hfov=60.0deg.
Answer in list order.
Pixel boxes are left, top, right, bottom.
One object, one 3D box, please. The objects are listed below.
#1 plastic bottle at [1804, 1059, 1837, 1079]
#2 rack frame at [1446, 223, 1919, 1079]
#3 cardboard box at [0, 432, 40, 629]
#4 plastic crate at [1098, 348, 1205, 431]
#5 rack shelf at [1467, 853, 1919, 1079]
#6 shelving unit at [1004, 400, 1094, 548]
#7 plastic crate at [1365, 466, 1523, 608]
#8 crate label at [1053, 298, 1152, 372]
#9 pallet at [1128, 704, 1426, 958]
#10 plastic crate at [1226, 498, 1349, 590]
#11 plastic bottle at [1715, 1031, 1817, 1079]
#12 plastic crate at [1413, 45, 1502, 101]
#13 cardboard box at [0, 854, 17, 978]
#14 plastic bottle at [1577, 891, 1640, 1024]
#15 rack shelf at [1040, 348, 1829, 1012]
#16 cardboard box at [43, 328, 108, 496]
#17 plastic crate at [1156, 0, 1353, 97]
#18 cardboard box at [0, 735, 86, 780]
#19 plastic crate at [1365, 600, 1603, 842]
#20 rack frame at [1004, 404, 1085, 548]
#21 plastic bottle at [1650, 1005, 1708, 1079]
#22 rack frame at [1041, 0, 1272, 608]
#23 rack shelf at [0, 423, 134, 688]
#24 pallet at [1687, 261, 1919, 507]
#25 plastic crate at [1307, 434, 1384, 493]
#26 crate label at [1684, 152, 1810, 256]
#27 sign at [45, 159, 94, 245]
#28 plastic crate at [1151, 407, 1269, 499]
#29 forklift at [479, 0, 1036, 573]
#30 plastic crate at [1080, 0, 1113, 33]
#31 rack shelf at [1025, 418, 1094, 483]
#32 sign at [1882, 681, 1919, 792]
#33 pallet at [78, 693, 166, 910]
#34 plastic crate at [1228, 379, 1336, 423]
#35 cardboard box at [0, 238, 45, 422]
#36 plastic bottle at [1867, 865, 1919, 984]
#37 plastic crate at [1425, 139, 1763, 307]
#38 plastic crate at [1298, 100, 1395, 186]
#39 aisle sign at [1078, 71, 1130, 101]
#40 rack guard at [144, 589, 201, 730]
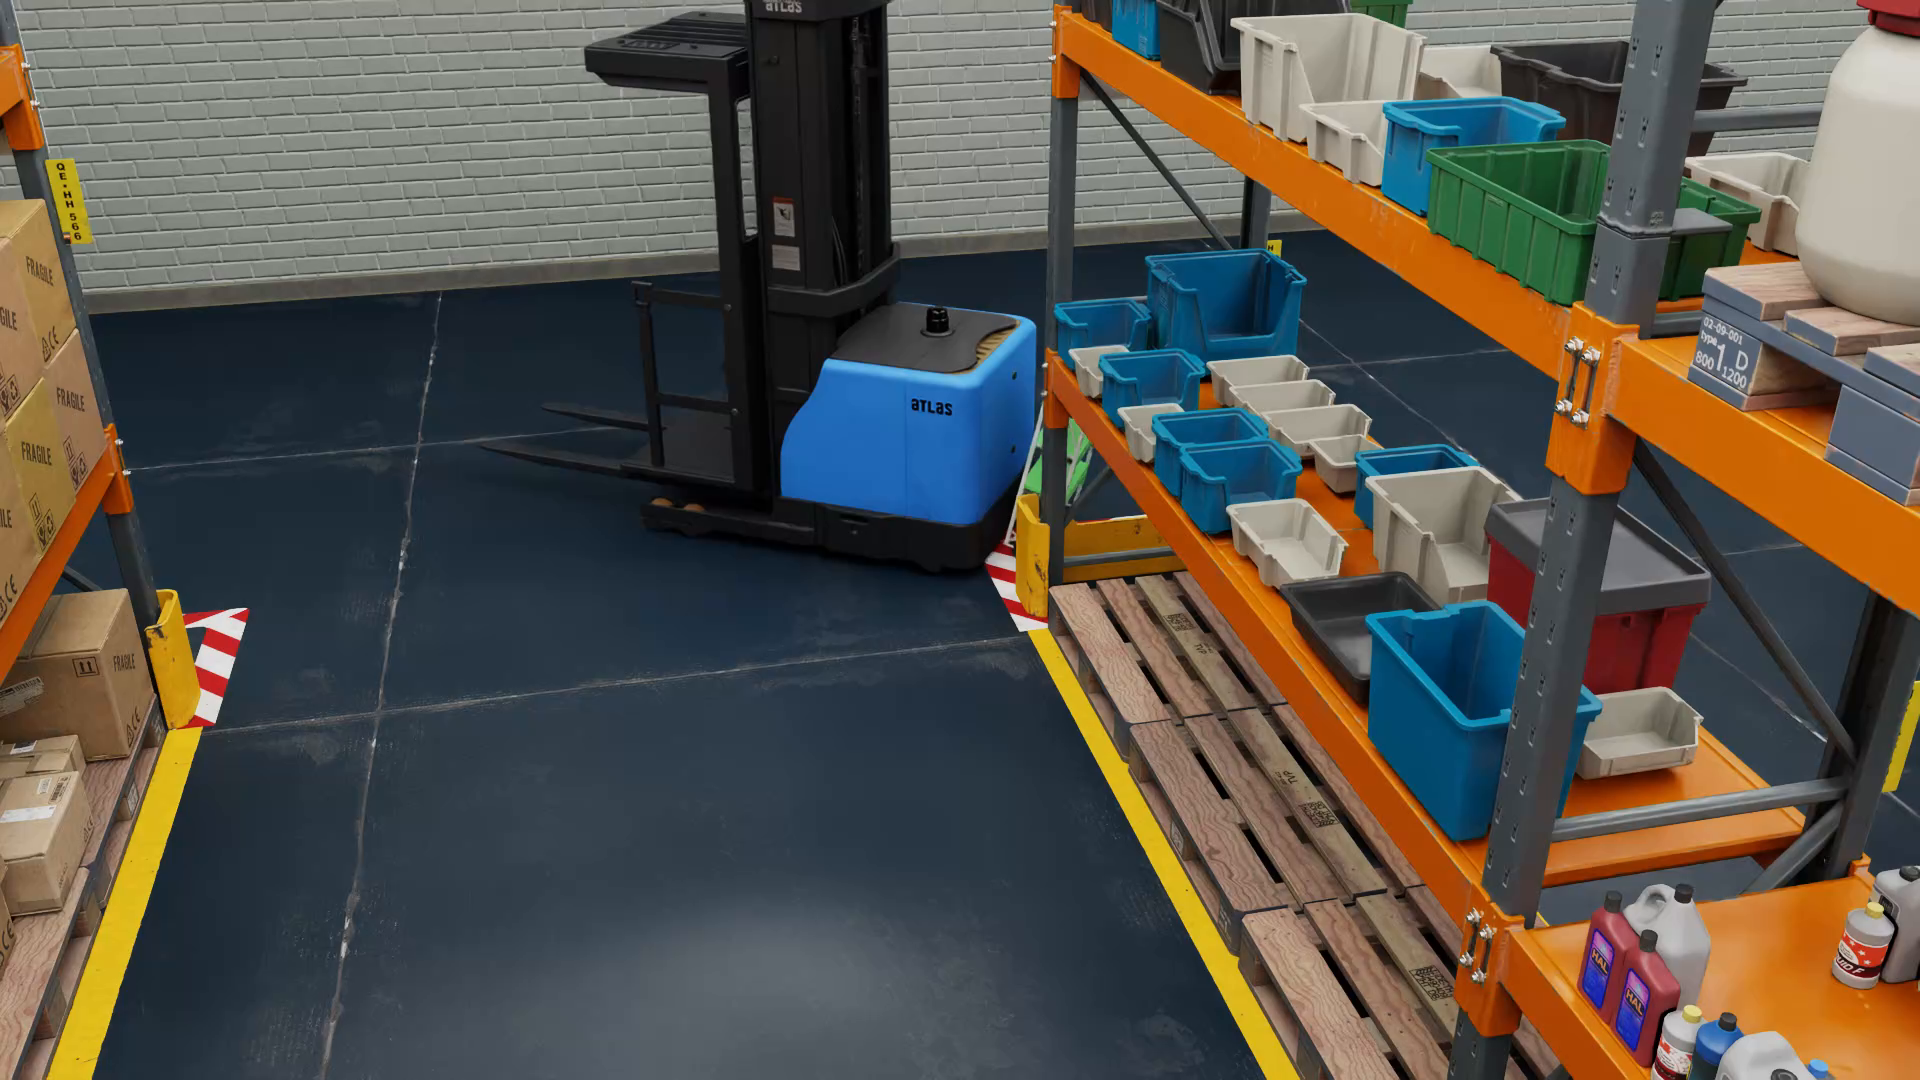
[{"bbox_3d":[1.722,1.142,3.378,0.097,0.201,0.097,0,27,0],"label":"plastic bottle"},{"bbox_3d":[1.789,0.672,4.090,1.000,3.000,0.127,-6,27,-12],"label":"rack frame"},{"bbox_3d":[-3.345,-0.011,5.332,0.500,0.500,0.500,-6,27,-11],"label":"cardboard box"},{"bbox_3d":[0.771,-0.605,6.739,0.416,0.233,0.300,-6,27,-12],"label":"plastic crate"},{"bbox_3d":[2.240,1.871,2.512,1.077,0.370,4.000,-6,27,-12],"label":"rack shelf"},{"bbox_3d":[0.546,-0.545,8.456,0.258,1.200,0.503,20,31,10],"label":"shelving unit"},{"bbox_3d":[1.625,0.009,5.468,0.437,0.282,0.530,-6,27,-12],"label":"plastic crate"},{"bbox_3d":[0.623,-0.894,7.312,0.416,0.233,0.303,-6,27,-12],"label":"crate label"},{"bbox_3d":[1.307,1.061,6.413,1.003,0.211,1.213,-6,27,-12],"label":"pallet"},{"bbox_3d":[1.104,0.029,5.590,0.293,0.136,0.466,-6,27,-12],"label":"plastic crate"},{"bbox_3d":[1.605,1.130,3.320,0.152,0.276,0.135,-6,27,-12],"label":"plastic bottle"},{"bbox_3d":[1.595,-1.423,5.205,0.437,0.136,0.530,-6,27,-12],"label":"plastic crate"},{"bbox_3d":[-3.466,1.267,5.193,0.797,0.503,0.637,-6,27,-12],"label":"cardboard box"},{"bbox_3d":[1.456,0.928,3.711,0.061,0.283,0.133,-6,27,-12],"label":"plastic bottle"},{"bbox_3d":[1.339,0.115,5.991,1.077,0.370,4.000,-6,27,-12],"label":"rack shelf"},{"bbox_3d":[-3.573,-0.458,6.218,0.500,0.500,0.500,-5,27,-10],"label":"cardboard box"},{"bbox_3d":[0.964,-1.697,5.523,0.504,0.338,0.767,-6,27,-12],"label":"plastic crate"},{"bbox_3d":[-3.573,0.886,6.321,0.380,0.166,0.250,-6,27,-12],"label":"cardboard box"},{"bbox_3d":[1.352,0.482,4.417,0.392,0.384,0.575,-6,27,-12],"label":"plastic crate"},{"bbox_3d":[0.469,-0.441,8.250,0.240,1.200,0.015,20,31,10],"label":"rack frame"},{"bbox_3d":[1.530,1.072,3.517,0.097,0.201,0.097,0,27,0],"label":"plastic bottle"},{"bbox_3d":[0.888,-1.084,7.569,1.000,3.000,0.127,-6,27,-12],"label":"rack frame"},{"bbox_3d":[-3.488,0.617,4.998,1.077,0.370,4.000,-6,27,-12],"label":"rack shelf"},{"bbox_3d":[2.061,-0.249,2.794,1.213,0.211,1.003,-6,27,-12],"label":"pallet"},{"bbox_3d":[1.471,-0.277,6.196,0.298,0.136,0.250,-6,27,-12],"label":"plastic crate"},{"bbox_3d":[1.961,-0.793,3.957,0.293,0.136,0.466,-6,27,-12],"label":"crate label"},{"bbox_3d":[-3.394,-1.288,6.337,0.100,0.325,0.005,-6,27,-12],"label":"sign"},{"bbox_3d":[0.919,-0.316,6.167,0.416,0.233,0.300,-6,27,-12],"label":"plastic crate"},{"bbox_3d":[-1.160,-1.542,8.552,3.031,2.935,1.130,9,28,18],"label":"forklift"},{"bbox_3d":[0.703,-2.167,6.531,0.497,0.269,0.590,-6,27,-12],"label":"plastic crate"},{"bbox_3d":[0.532,-0.492,8.488,0.258,0.148,0.480,20,31,10],"label":"rack shelf"},{"bbox_3d":[2.326,0.493,4.136,0.100,0.325,0.005,-6,27,-12],"label":"sign"},{"bbox_3d":[-3.741,1.046,6.444,1.003,0.211,1.213,-6,27,-12],"label":"pallet"},{"bbox_3d":[1.299,-0.525,6.687,0.396,0.136,0.243,-6,27,-12],"label":"plastic crate"},{"bbox_3d":[-3.456,-0.684,5.556,0.500,0.500,0.500,-5,27,-10],"label":"cardboard box"},{"bbox_3d":[2.193,0.868,3.840,0.152,0.276,0.135,-6,27,-12],"label":"plastic bottle"},{"bbox_3d":[1.399,-0.728,3.769,0.450,0.188,0.662,-6,27,-12],"label":"plastic crate"},{"bbox_3d":[1.132,-1.069,4.503,0.293,0.136,0.466,-6,27,-12],"label":"plastic crate"},{"bbox_3d":[0.582,-2.246,6.986,0.394,0.787,0.004,-6,27,-12],"label":"aisle sign"},{"bbox_3d":[-3.922,0.567,7.072,1.175,0.500,0.348,-6,27,-12],"label":"rack guard"}]
